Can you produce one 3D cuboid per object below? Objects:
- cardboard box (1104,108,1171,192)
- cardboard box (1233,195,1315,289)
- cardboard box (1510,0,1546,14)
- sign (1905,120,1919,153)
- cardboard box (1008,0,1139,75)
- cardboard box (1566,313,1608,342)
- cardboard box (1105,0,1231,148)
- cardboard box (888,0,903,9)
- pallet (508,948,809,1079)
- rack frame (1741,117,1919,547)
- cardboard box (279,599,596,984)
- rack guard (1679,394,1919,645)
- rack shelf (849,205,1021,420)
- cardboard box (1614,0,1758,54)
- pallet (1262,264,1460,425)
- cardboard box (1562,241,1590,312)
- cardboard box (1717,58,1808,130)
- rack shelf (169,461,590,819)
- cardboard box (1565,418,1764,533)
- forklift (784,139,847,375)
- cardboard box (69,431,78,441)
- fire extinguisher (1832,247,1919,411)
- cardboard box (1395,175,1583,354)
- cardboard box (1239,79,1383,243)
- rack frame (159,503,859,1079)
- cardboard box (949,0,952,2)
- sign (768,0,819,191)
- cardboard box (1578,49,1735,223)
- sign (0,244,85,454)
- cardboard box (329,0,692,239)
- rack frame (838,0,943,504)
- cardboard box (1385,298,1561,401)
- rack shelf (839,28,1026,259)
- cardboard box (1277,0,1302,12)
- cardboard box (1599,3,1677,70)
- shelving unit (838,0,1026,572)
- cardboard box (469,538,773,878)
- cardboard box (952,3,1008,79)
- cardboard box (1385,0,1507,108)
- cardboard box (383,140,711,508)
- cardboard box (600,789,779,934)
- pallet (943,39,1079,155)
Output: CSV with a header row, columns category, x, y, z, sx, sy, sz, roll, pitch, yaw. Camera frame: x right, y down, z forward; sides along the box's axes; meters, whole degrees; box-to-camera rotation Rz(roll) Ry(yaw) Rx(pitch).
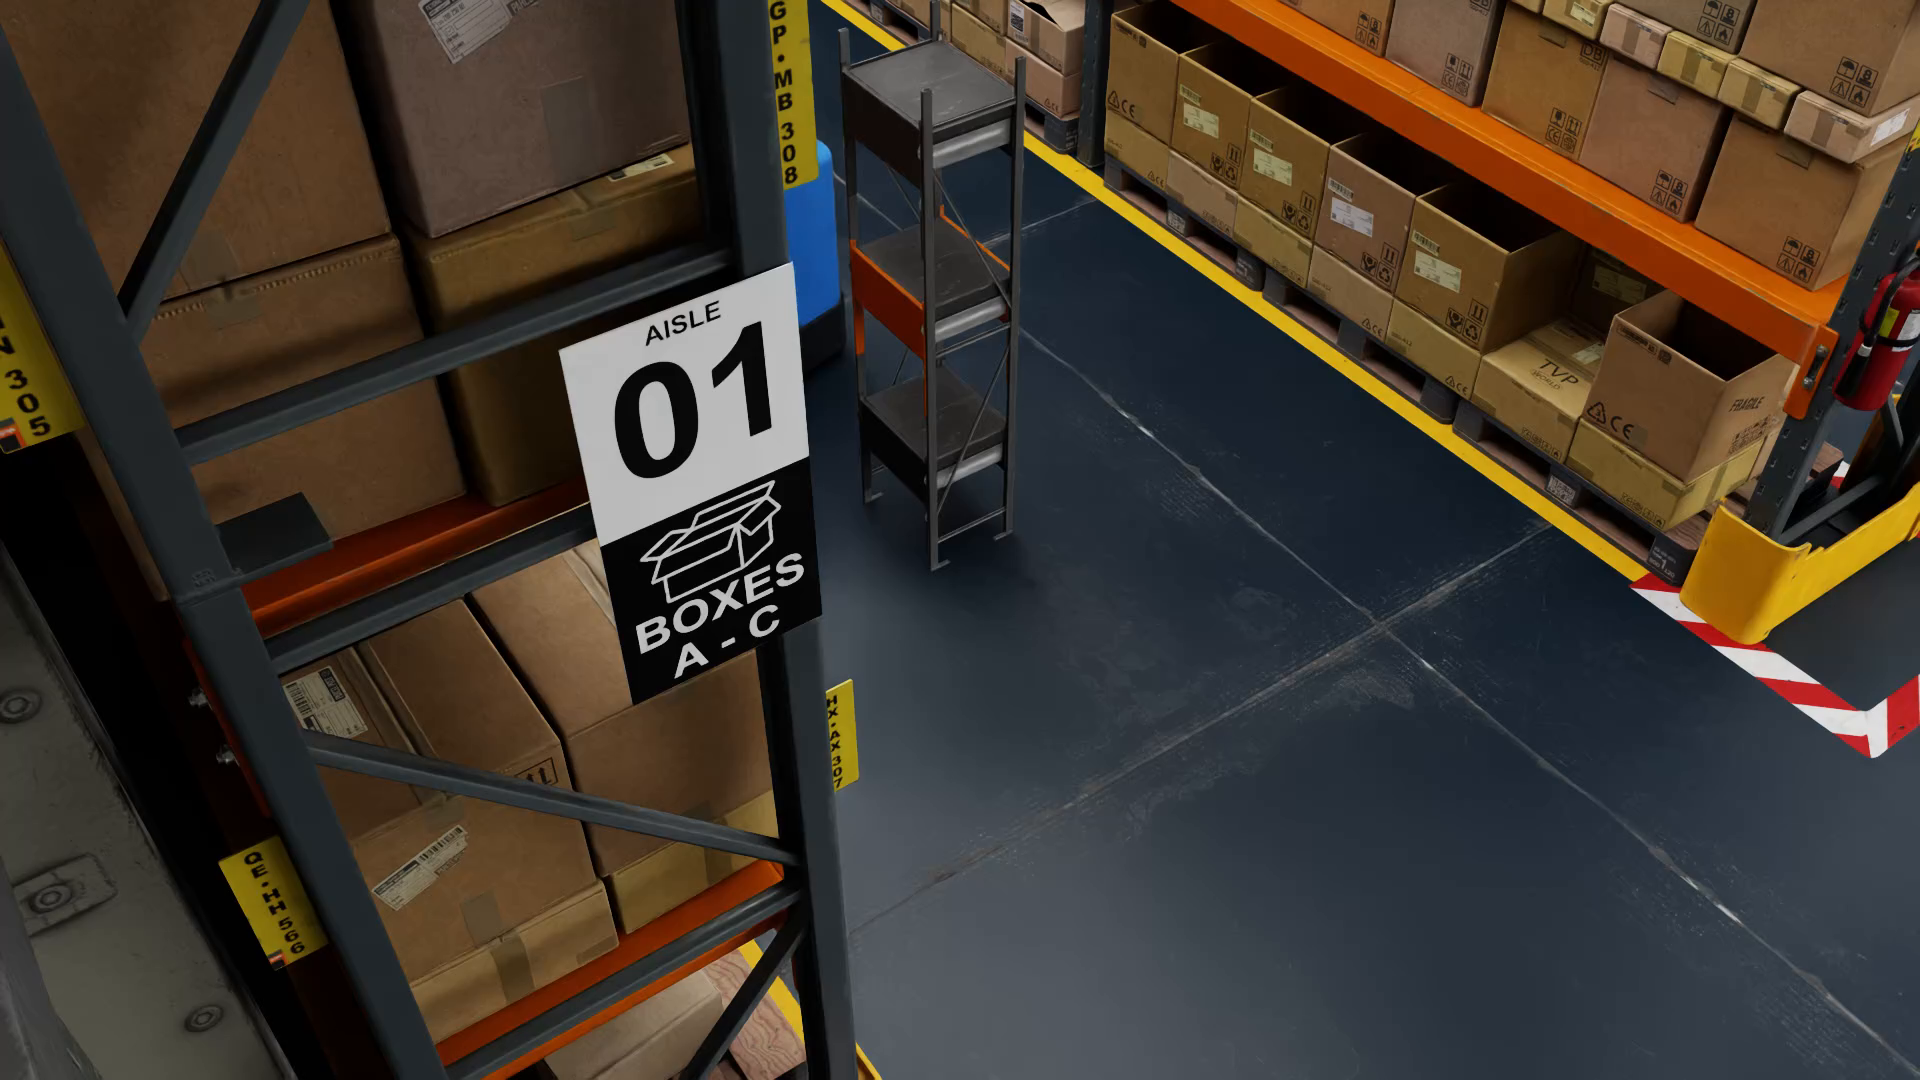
category,x,y,z,sx,sy,sz,roll,pitch,yaw
cardboard box,1.081,-2.049,8.411,0.500,0.250,0.500,-26,49,-24
cardboard box,1.645,-1.478,7.814,0.500,0.250,0.500,-26,49,-24
cardboard box,2.236,-2.153,6.291,0.380,0.149,0.250,-24,49,-23
sign,2.900,-1.306,4.936,0.100,0.325,0.005,-26,49,-24
cardboard box,0.598,-2.750,8.740,0.500,0.311,0.500,-26,49,-24
cardboard box,2.940,-0.839,7.144,0.500,0.250,0.500,-26,49,-24
cardboard box,1.073,-2.316,8.148,0.500,0.500,0.500,-26,49,-24
cardboard box,-0.281,-3.417,9.844,0.500,0.250,0.500,-25,49,-24
pallet,-1.187,1.442,5.087,1.003,0.211,1.213,-26,49,-24
rack frame,3.353,-1.008,5.634,1.000,3.000,0.127,-26,49,-24
cardboard box,-1.152,0.543,3.560,0.500,0.500,0.500,-26,50,-25
rack guard,3.367,-0.091,6.483,1.175,0.500,0.348,-26,49,-24
rack shelf,-0.095,-0.843,6.133,0.431,0.518,0.480,-26,49,-24
cardboard box,2.761,-2.109,5.775,0.700,0.500,0.500,-27,50,-25
pallet,2.187,-1.107,7.756,1.003,0.211,1.213,-26,49,-24
cardboard box,2.645,-1.389,7.177,0.500,0.500,0.500,-26,49,-24
cardboard box,2.827,-1.568,5.678,0.380,0.149,0.250,-25,49,-23
rack shelf,-1.852,-1.007,3.981,1.077,0.370,4.000,-26,49,-24
cardboard box,2.804,-0.353,6.634,0.500,0.250,0.500,-26,49,-24
forklift,-1.974,-2.322,7.059,3.031,2.935,1.130,30,51,28
cardboard box,-1.454,-0.584,2.930,0.500,0.500,0.500,-26,49,-24
fire extinguisher,3.040,-0.730,5.398,0.296,0.674,0.183,-26,49,-24
cardboard box,2.218,-1.184,6.962,0.500,0.500,0.500,-26,49,-24
cardboard box,1.645,-1.750,7.555,0.500,0.500,0.500,-26,49,-24
rack frame,-0.708,0.951,3.582,1.000,3.000,0.127,-26,49,-24
cardboard box,0.012,-3.326,9.343,0.500,0.311,0.500,-26,49,-25
sign,-0.263,-0.665,2.469,0.100,0.325,0.005,-26,49,-24
cardboard box,2.792,-1.610,6.191,0.700,0.500,0.500,-24,49,-23
sign,-1.175,-0.247,2.023,0.100,0.325,0.005,-26,49,-24
cardboard box,-0.729,-0.854,2.489,0.500,0.500,0.500,-29,51,-27
rack frame,-0.234,-0.991,6.268,0.400,2.100,0.015,-26,49,-24
cardboard box,2.221,-0.914,7.222,0.500,0.250,0.500,-26,49,-24
rack shelf,-0.095,-1.350,5.649,0.431,0.518,0.480,-26,49,-24
cardboard box,1.631,-2.765,7.402,0.700,0.500,0.500,-26,50,-25
cardboard box,2.539,-1.856,5.980,0.380,0.149,0.250,-25,49,-24
shelving unit,-0.095,-0.853,6.123,0.431,2.100,0.503,-26,49,-24
cardboard box,-0.734,0.337,3.776,0.500,0.500,0.500,-26,49,-24
cardboard box,0.302,-2.839,9.238,0.500,0.250,0.500,-26,50,-25
cardboard box,2.209,-2.190,6.799,0.700,0.500,0.500,-24,49,-23
cardboard box,-0.694,-0.466,2.807,0.500,0.500,0.500,-24,49,-23
cardboard box,-0.727,0.596,4.048,0.500,0.250,0.500,-27,50,-26
pallet,0.611,-2.667,9.391,1.003,0.211,1.213,-26,49,-24
